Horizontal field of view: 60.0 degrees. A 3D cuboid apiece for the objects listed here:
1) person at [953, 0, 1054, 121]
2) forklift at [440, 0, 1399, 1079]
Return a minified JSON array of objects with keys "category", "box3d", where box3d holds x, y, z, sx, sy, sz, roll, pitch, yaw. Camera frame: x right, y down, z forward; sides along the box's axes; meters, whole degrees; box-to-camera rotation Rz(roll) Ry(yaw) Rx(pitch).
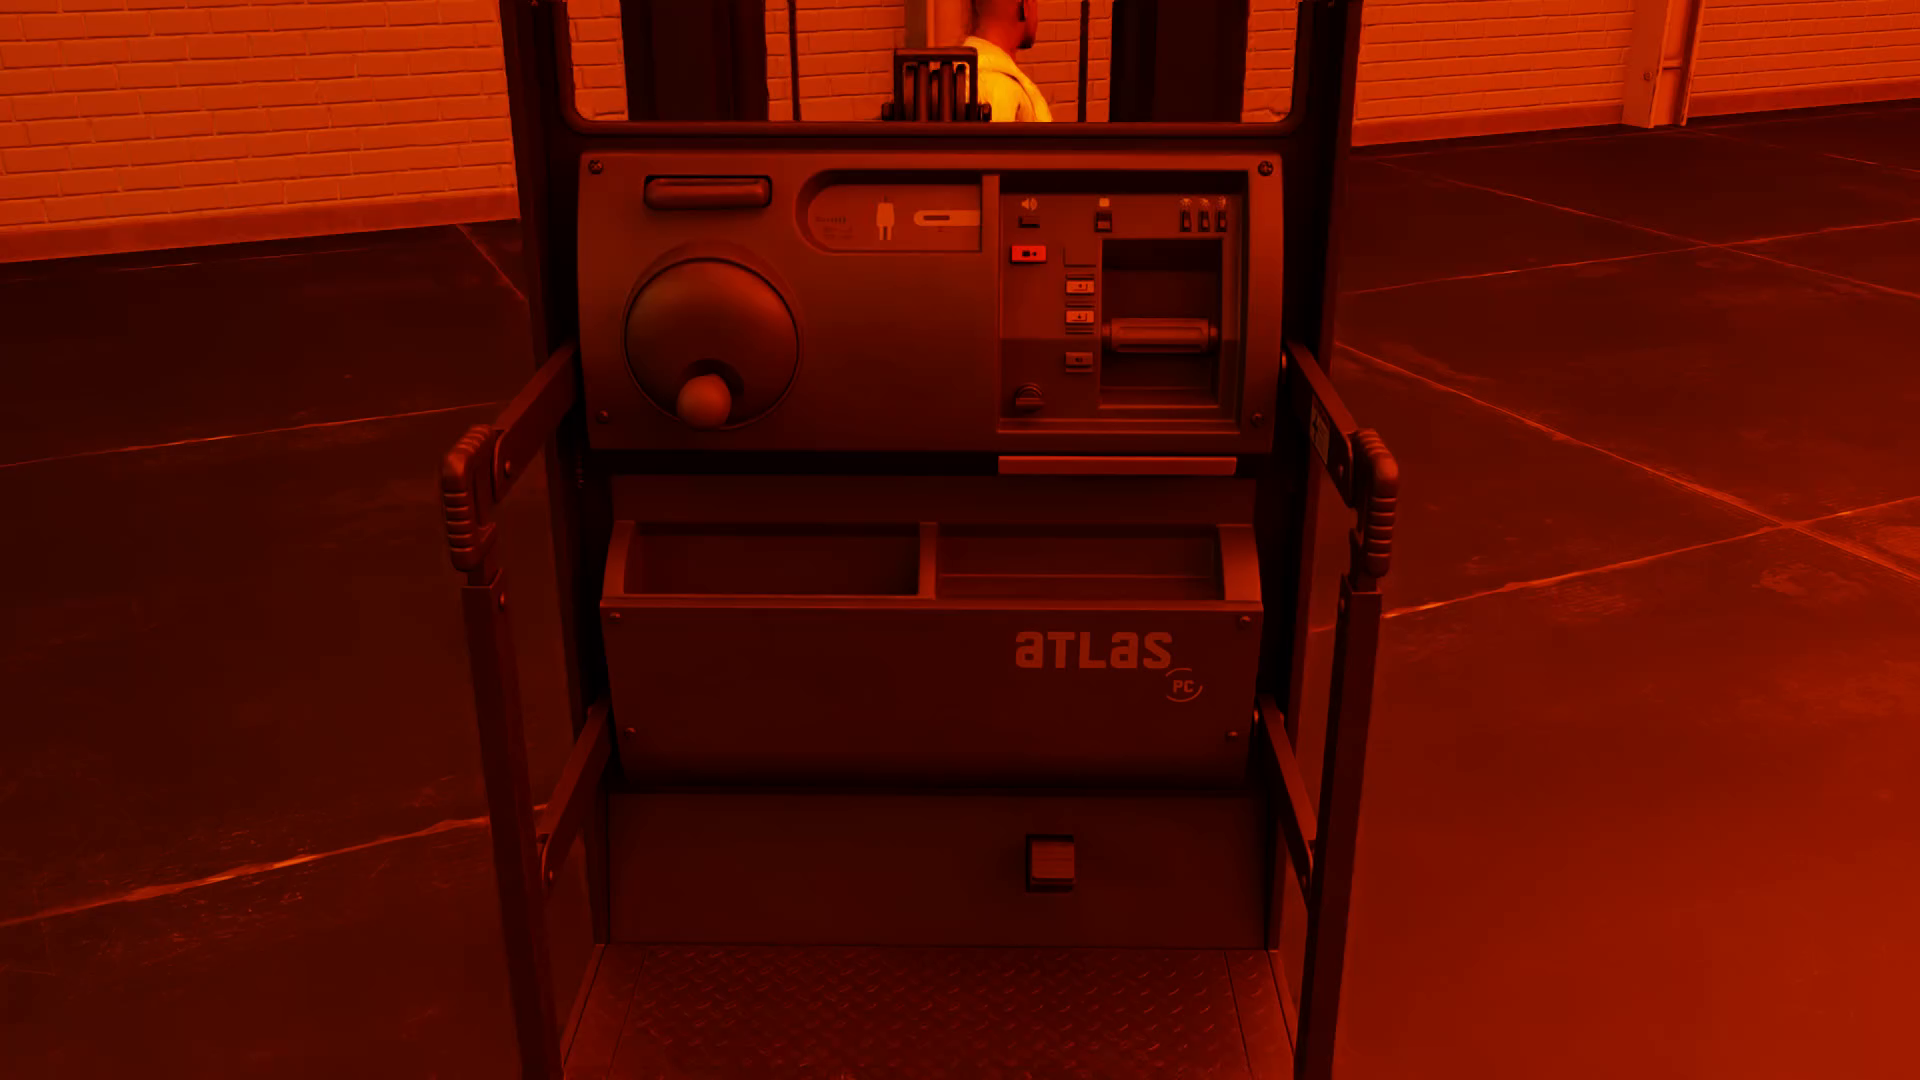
[{"category":"person","box3d":[0.213,-0.800,4.787,0.672,1.742,0.705,-4,23,-9]},{"category":"forklift","box3d":[-0.041,-0.302,2.012,1.130,2.935,3.031,0,23,1]}]
